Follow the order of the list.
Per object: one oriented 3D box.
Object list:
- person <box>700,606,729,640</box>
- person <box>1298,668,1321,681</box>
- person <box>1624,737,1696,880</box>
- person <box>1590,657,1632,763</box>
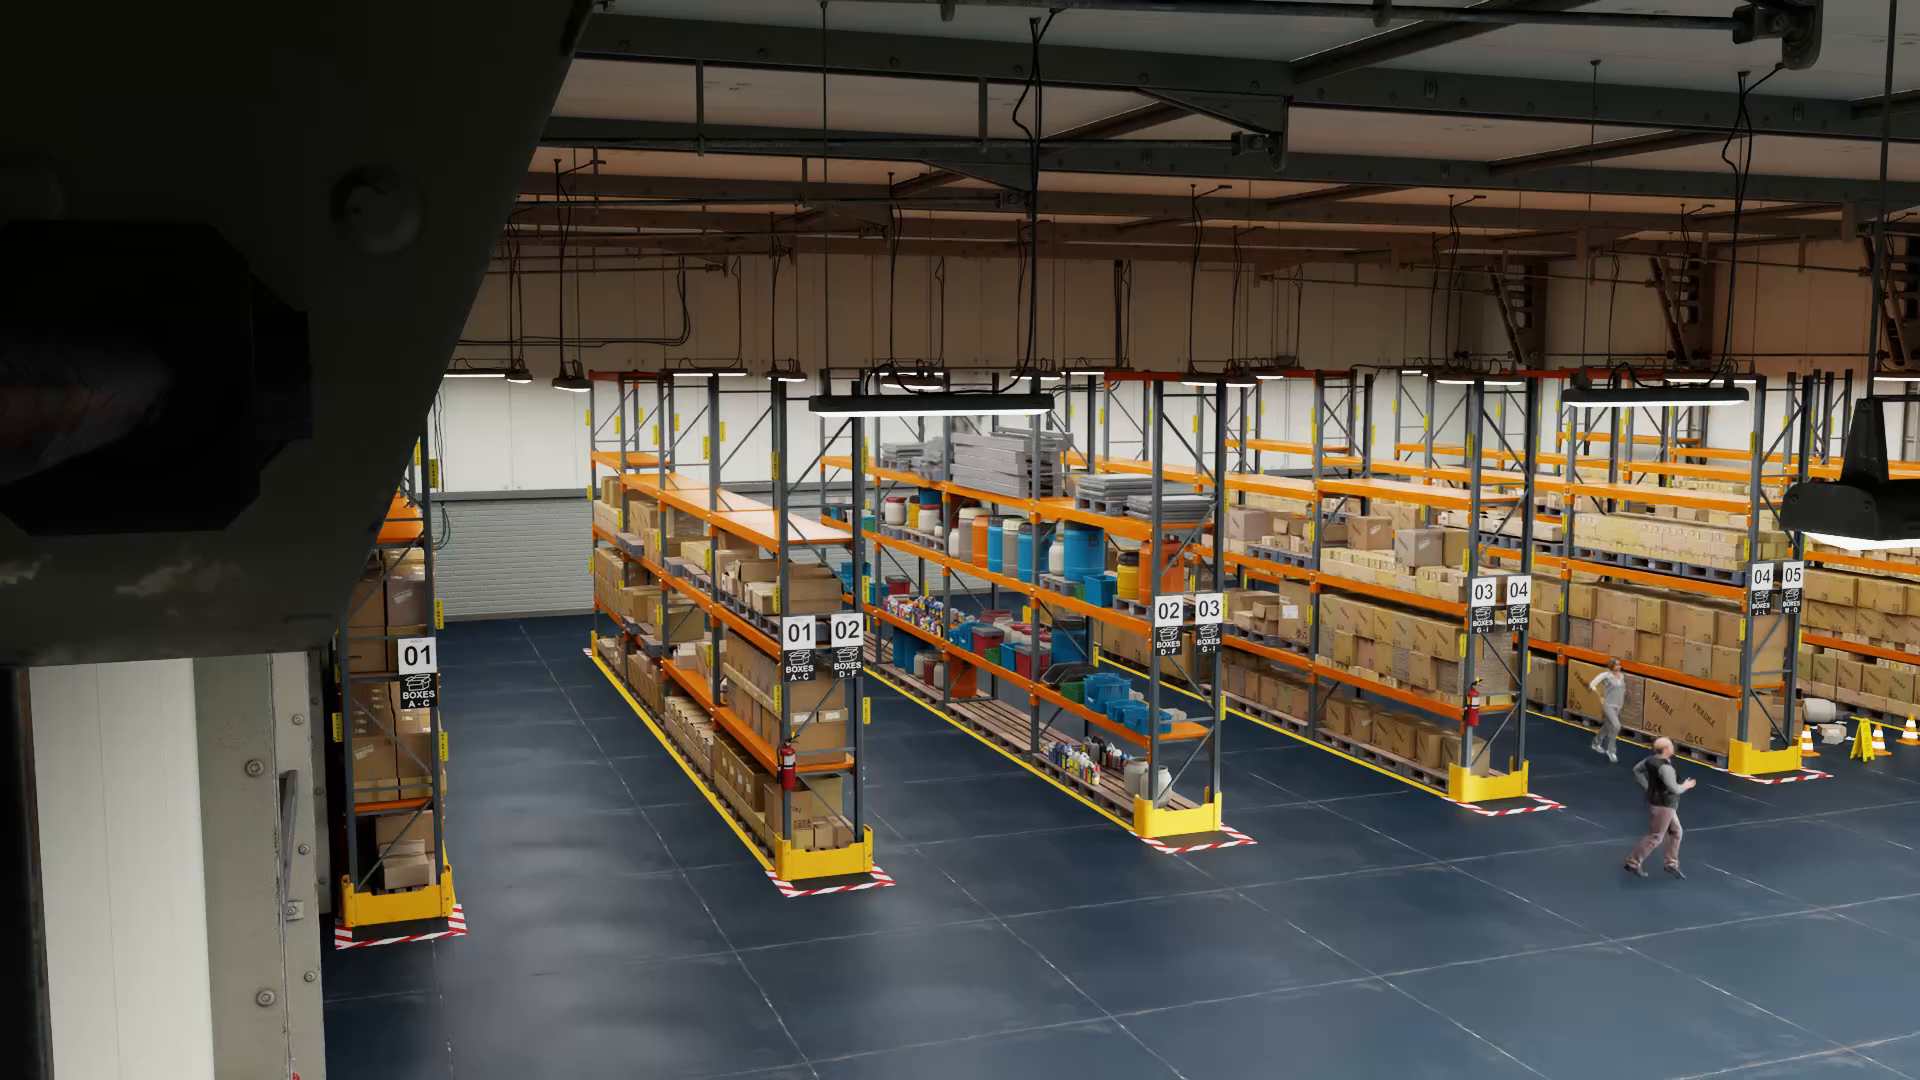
[{"bbox_3d":[-5.031,1.630,34.671,0.674,1.680,0.621,-4,8,-34],"label":"person"},{"bbox_3d":[6.704,1.959,31.741,0.586,1.659,0.836,-3,7,-28],"label":"person"},{"bbox_3d":[8.409,3.243,19.982,0.789,1.778,0.628,1,6,8],"label":"person"},{"bbox_3d":[10.183,2.689,26.027,0.519,1.546,0.722,-3,7,-27],"label":"person"}]
